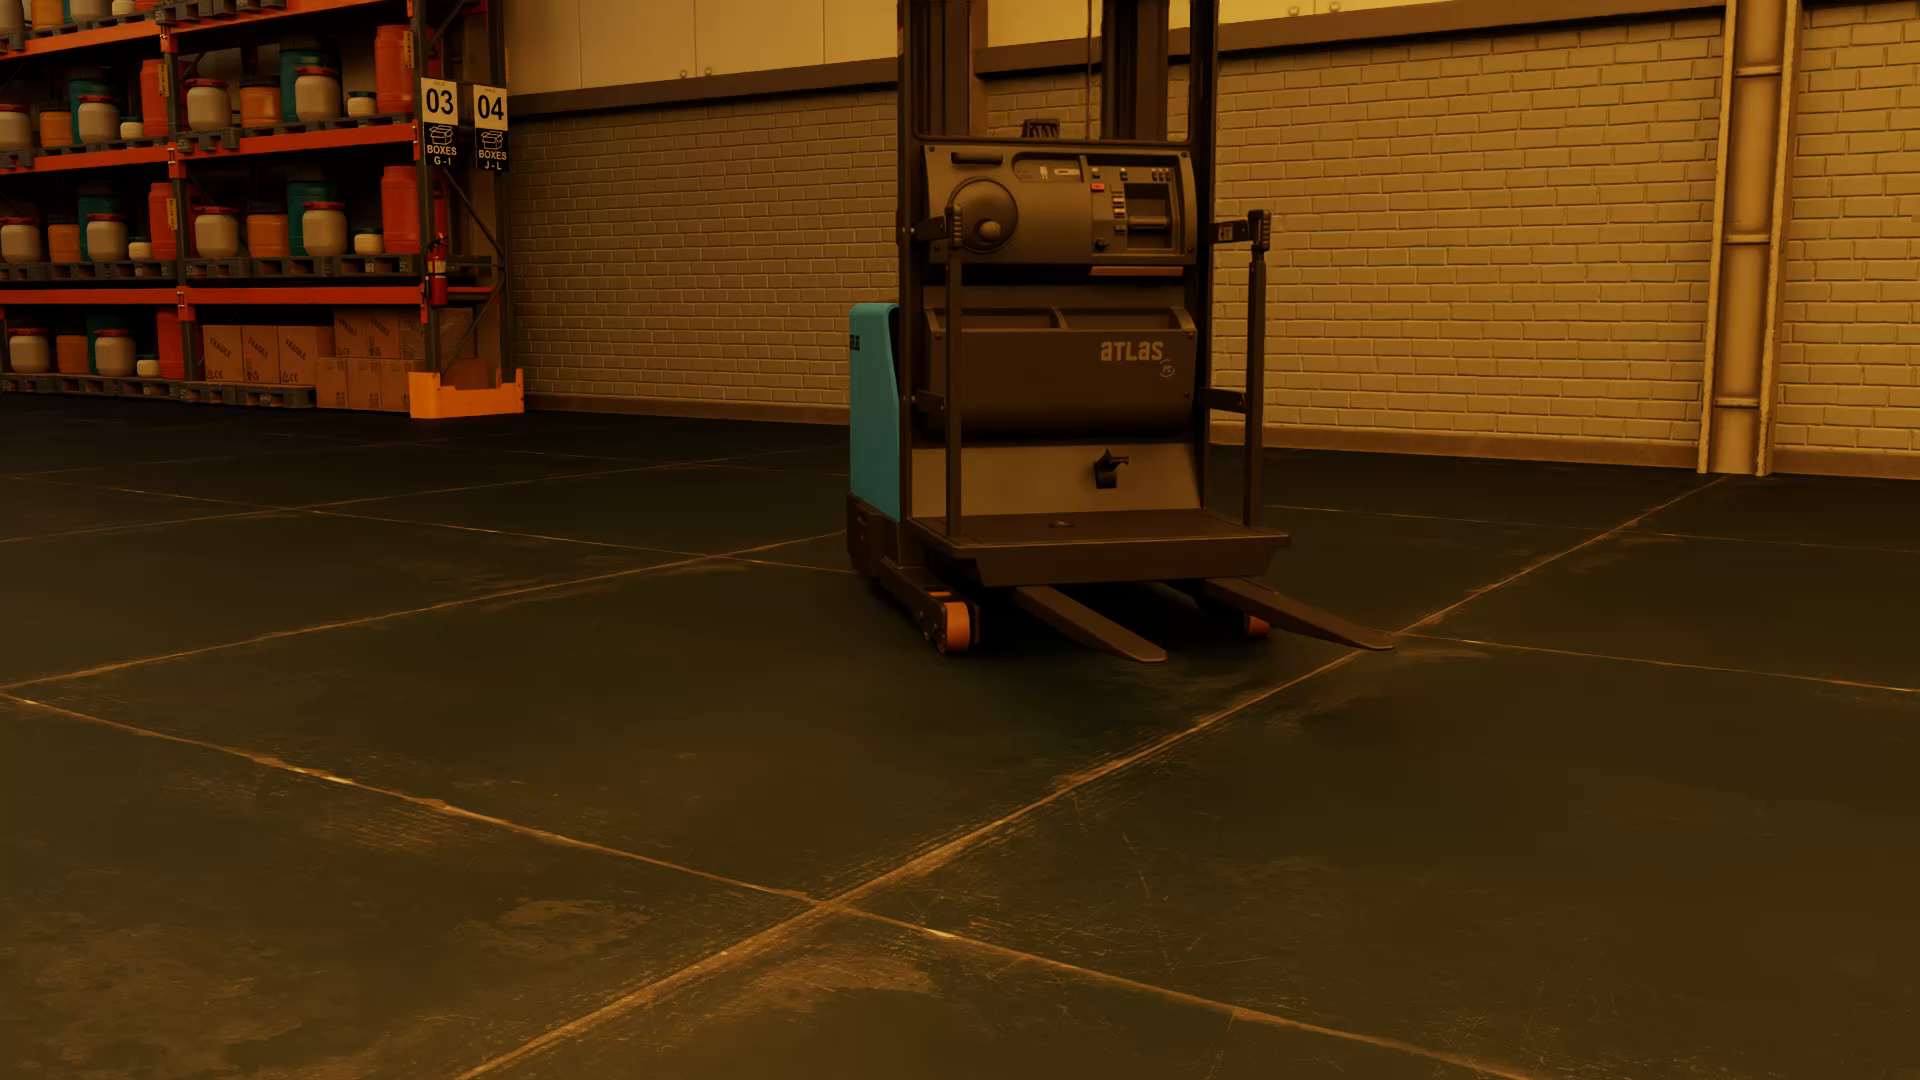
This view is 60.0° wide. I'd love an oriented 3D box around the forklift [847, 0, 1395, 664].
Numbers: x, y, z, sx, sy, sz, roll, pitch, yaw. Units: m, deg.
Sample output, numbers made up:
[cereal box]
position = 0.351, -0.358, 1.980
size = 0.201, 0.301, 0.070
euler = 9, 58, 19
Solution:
[forklift]
position = 0.394, -1.159, 5.341
size = 1.130, 2.935, 3.031
euler = -2, 8, -14
